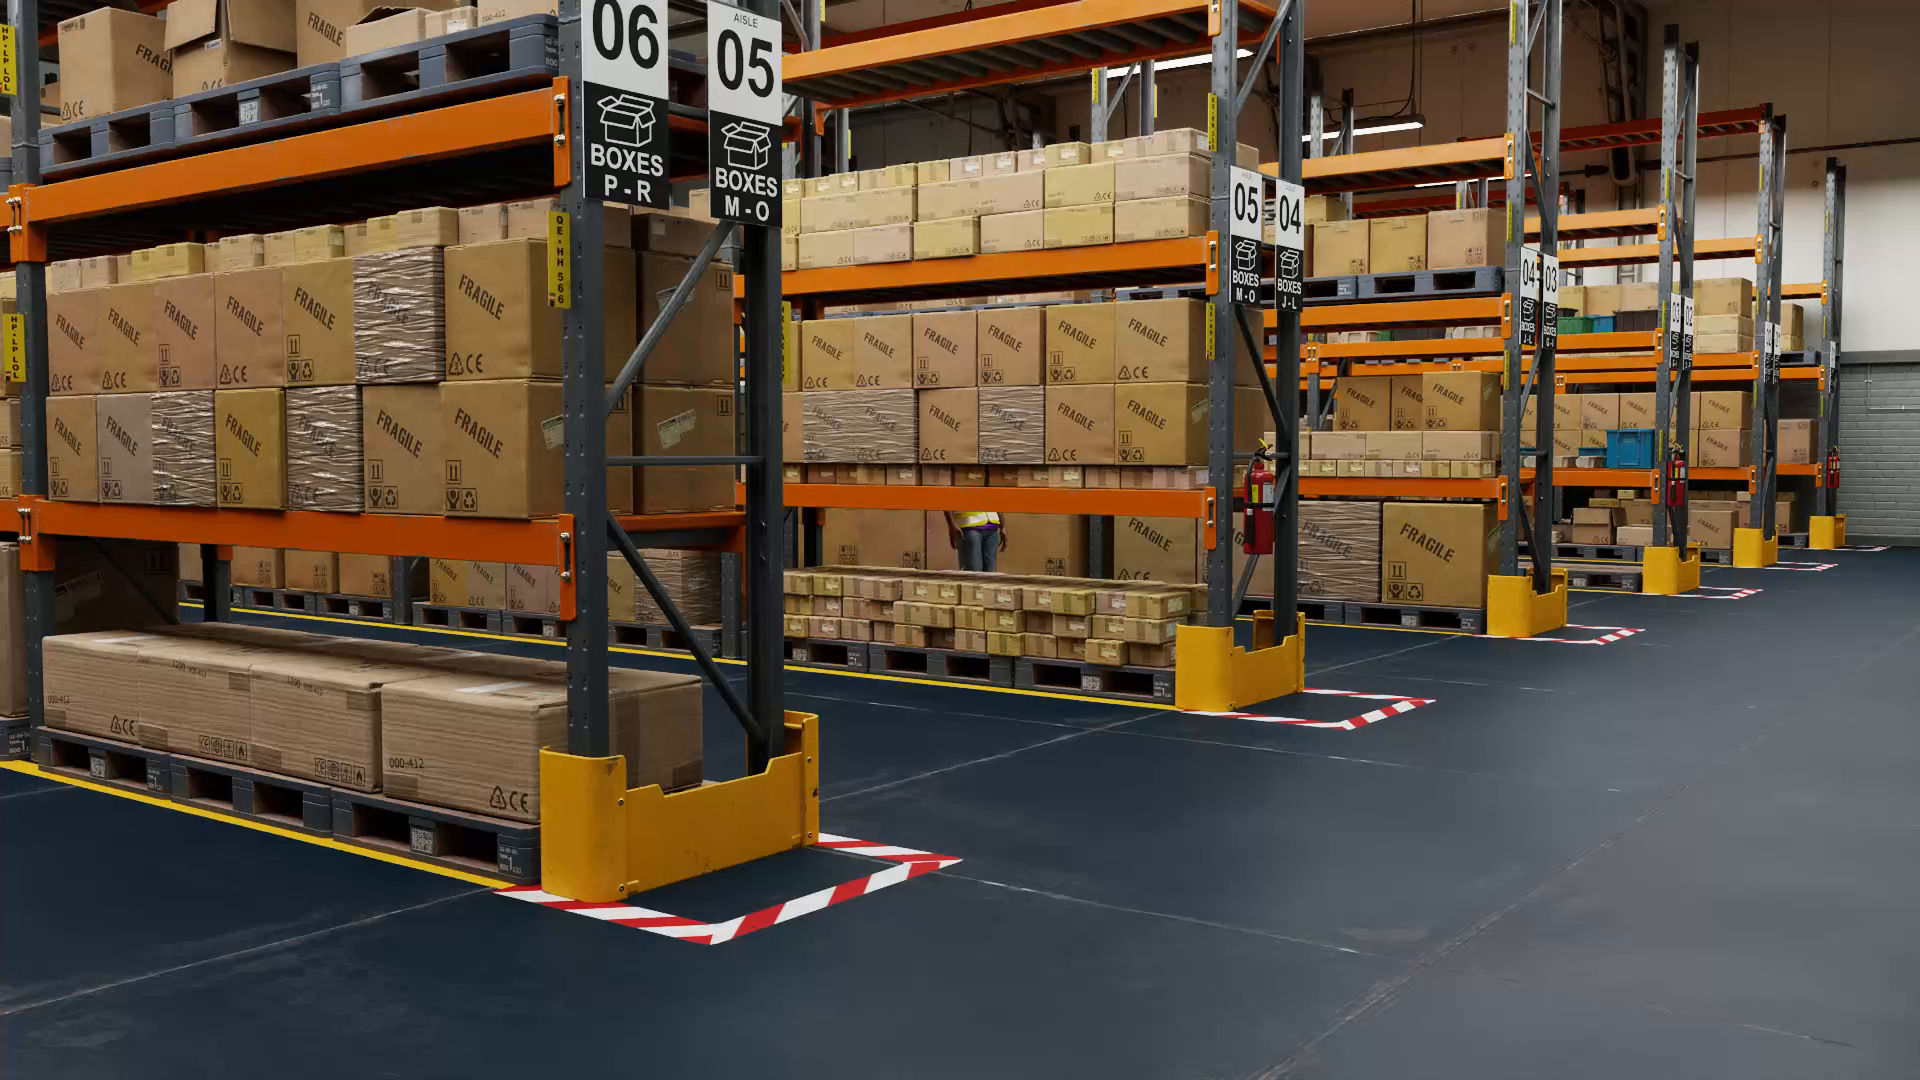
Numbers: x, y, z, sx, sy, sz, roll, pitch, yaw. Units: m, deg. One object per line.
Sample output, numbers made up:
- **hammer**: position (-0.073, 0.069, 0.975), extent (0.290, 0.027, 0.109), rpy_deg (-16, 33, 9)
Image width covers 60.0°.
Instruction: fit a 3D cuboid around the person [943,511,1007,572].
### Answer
- **person**: position (0.181, -0.072, 13.326), extent (0.575, 1.768, 0.665), rpy_deg (3, 4, 43)
